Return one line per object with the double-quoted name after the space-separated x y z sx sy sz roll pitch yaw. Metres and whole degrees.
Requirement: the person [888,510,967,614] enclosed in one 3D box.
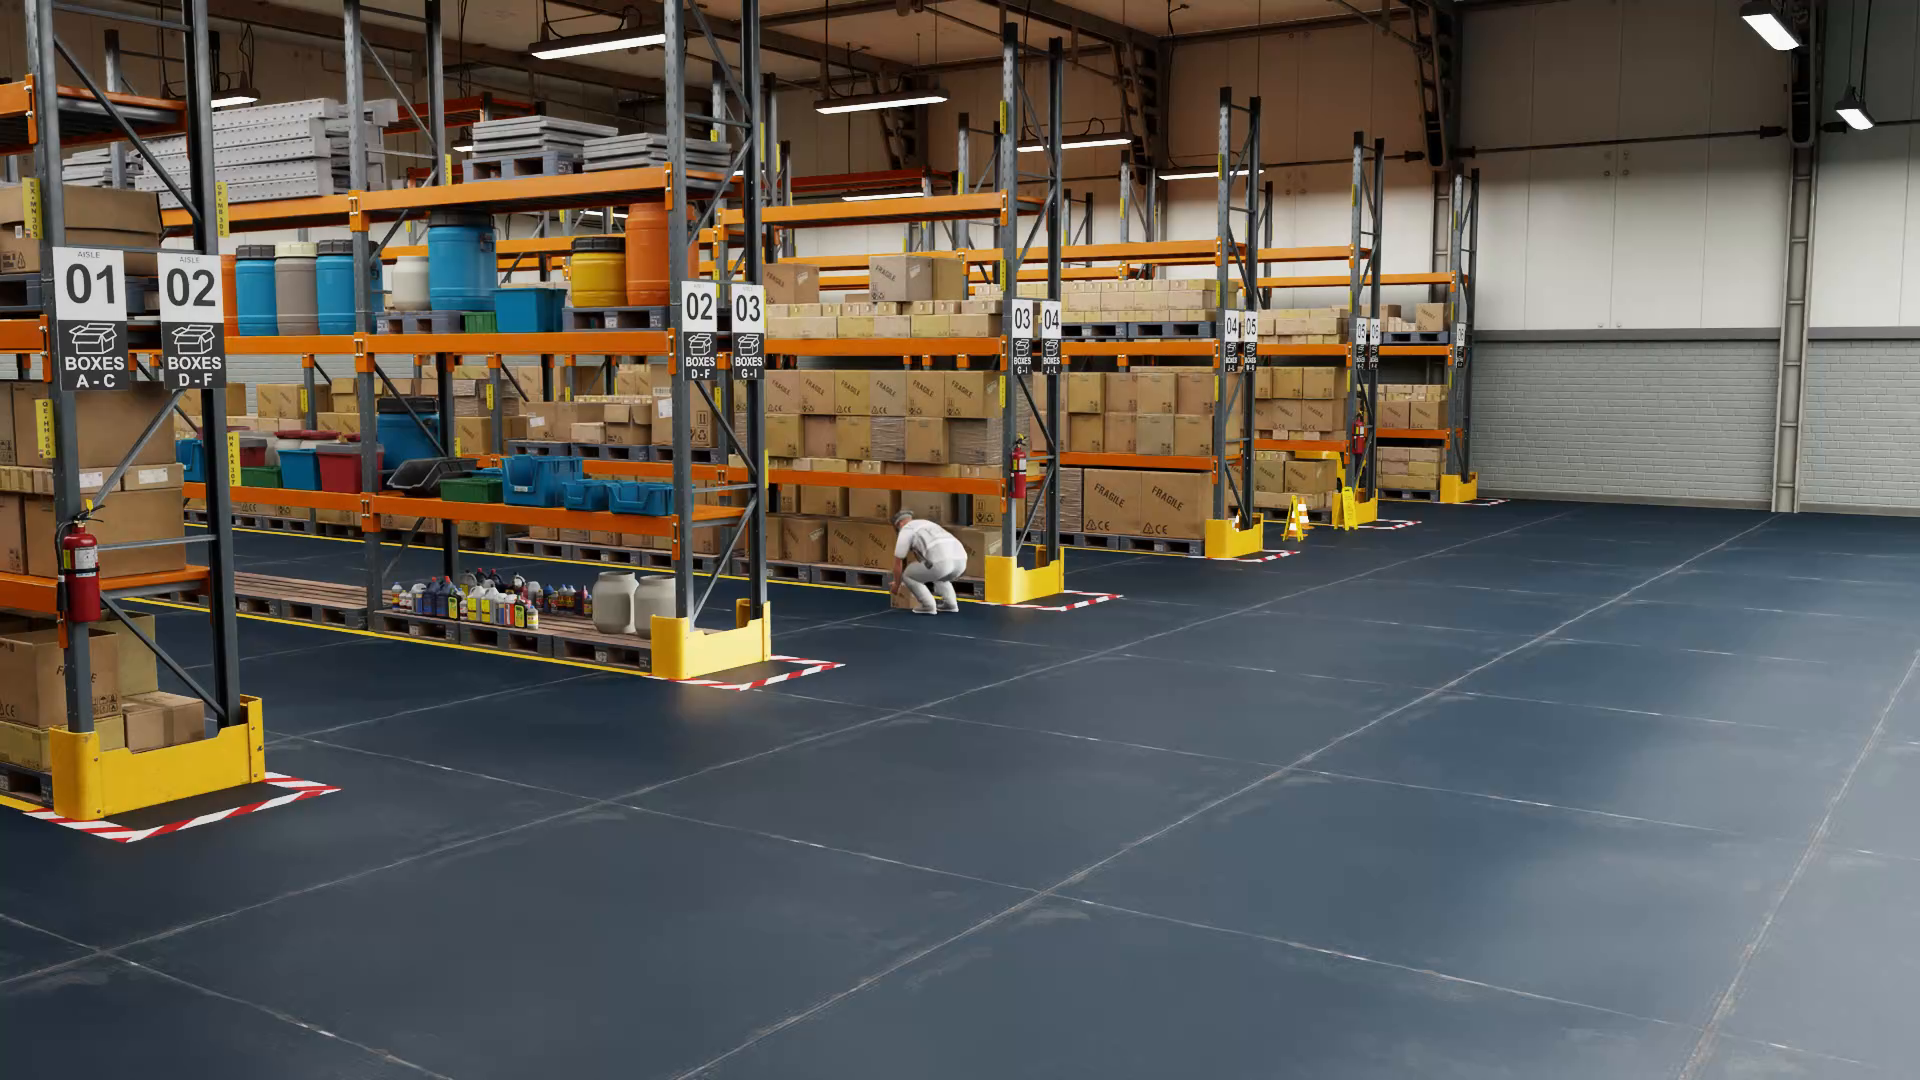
-0.351 0.225 17.028 0.566 1.029 0.943 -5 8 -37 "person"
